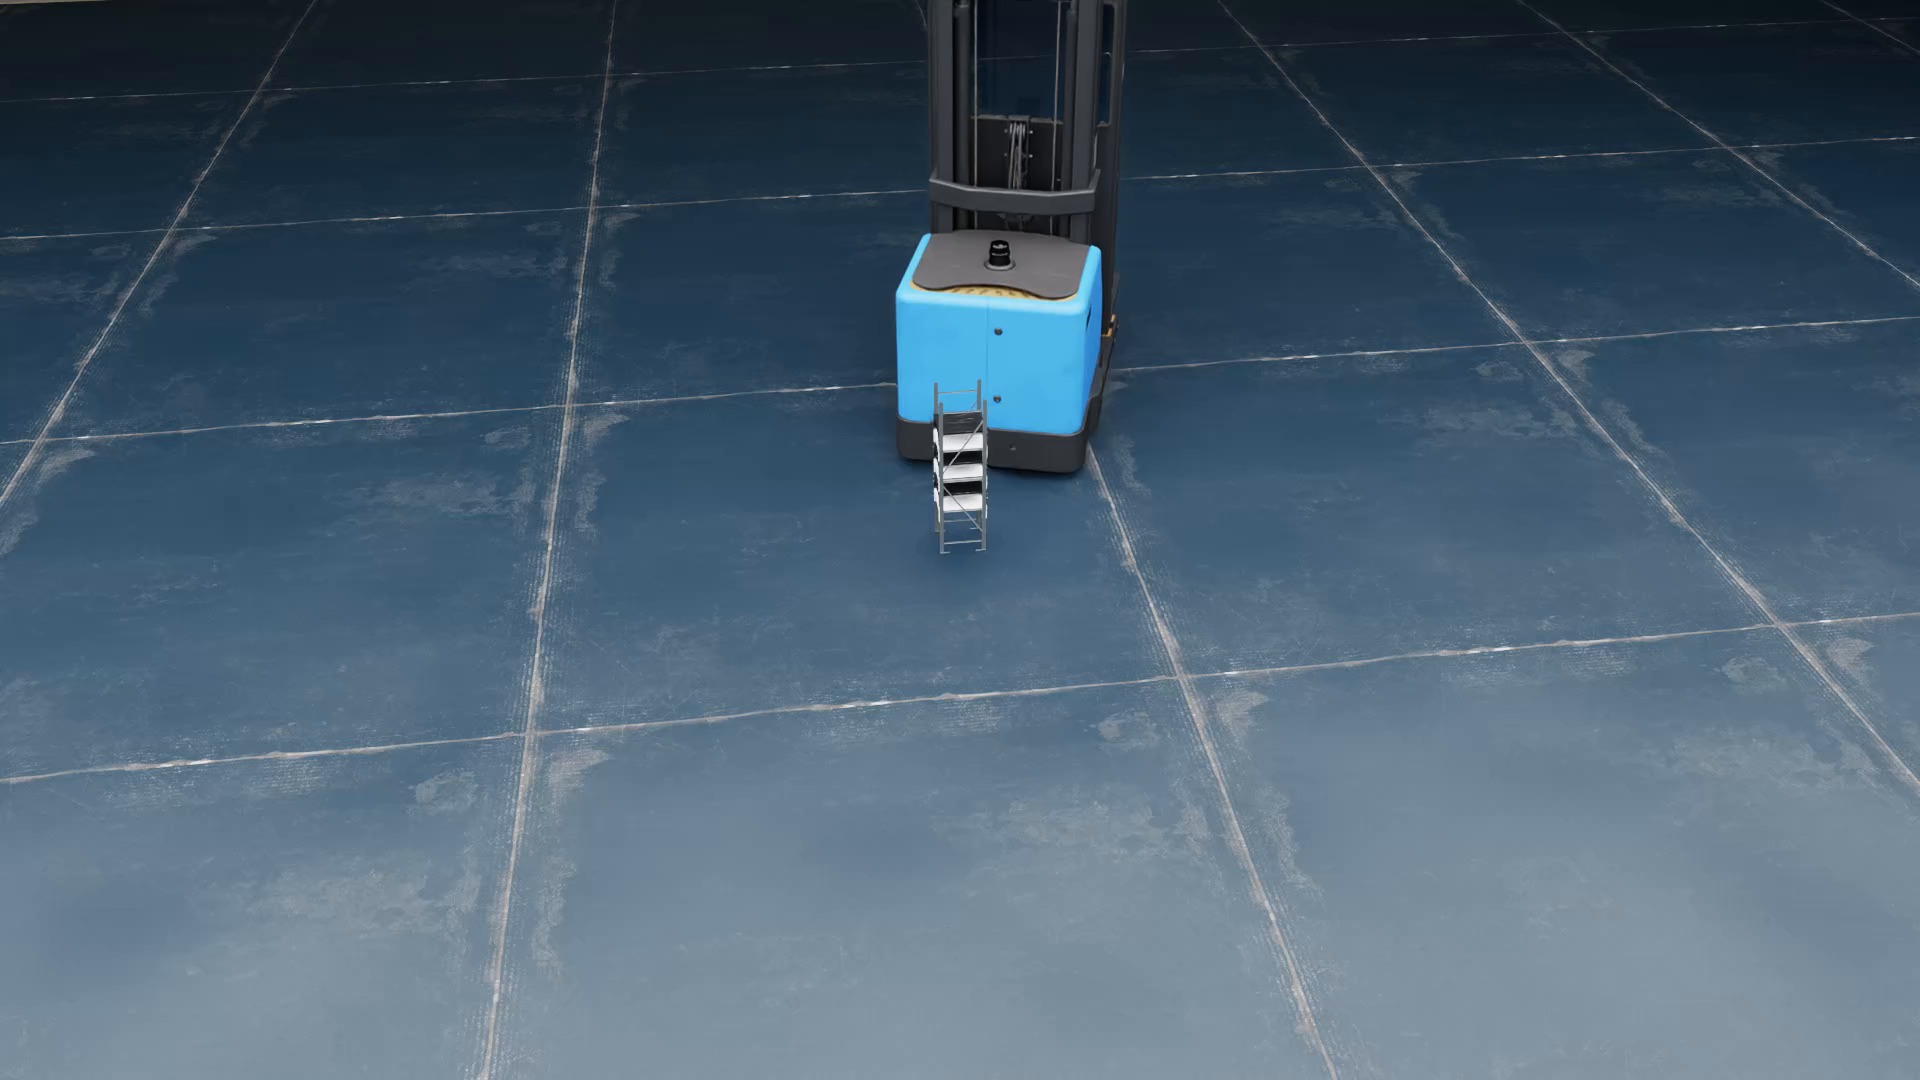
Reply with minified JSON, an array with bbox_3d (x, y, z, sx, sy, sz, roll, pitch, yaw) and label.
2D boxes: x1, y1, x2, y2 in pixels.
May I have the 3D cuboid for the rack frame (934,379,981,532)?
[{"bbox_3d":[-0.013,-0.424,8.573,0.240,0.900,0.006,-4,35,-6],"label":"rack frame"}]

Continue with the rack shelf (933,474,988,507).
[{"bbox_3d":[0.001,-0.265,8.559,0.258,0.077,0.200,-4,35,-6],"label":"rack shelf"}]

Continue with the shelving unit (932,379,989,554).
[{"bbox_3d":[0.001,-0.367,8.490,0.258,0.900,0.210,-4,35,-6],"label":"shelving unit"}]

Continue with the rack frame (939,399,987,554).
[{"bbox_3d":[0.015,-0.311,8.407,0.240,0.900,0.006,-4,35,-6],"label":"rack frame"}]

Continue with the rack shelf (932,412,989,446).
[{"bbox_3d":[0.001,-0.563,8.357,0.258,0.077,0.200,-4,35,-6],"label":"rack shelf"}]

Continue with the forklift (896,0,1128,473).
[{"bbox_3d":[0.408,-2.403,9.674,1.130,2.935,3.031,6,35,8],"label":"forklift"}]

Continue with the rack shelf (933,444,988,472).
[{"bbox_3d":[0.001,-0.414,8.458,0.258,0.077,0.200,-4,35,-6],"label":"rack shelf"}]

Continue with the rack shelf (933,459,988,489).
[{"bbox_3d":[0.001,-0.340,8.509,0.258,0.077,0.200,-4,35,-6],"label":"rack shelf"}]

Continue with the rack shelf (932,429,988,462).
[{"bbox_3d":[0.001,-0.489,8.407,0.258,0.077,0.200,-4,35,-6],"label":"rack shelf"}]

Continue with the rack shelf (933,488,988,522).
[{"bbox_3d":[0.001,-0.191,8.610,0.258,0.077,0.200,-4,35,-6],"label":"rack shelf"}]
